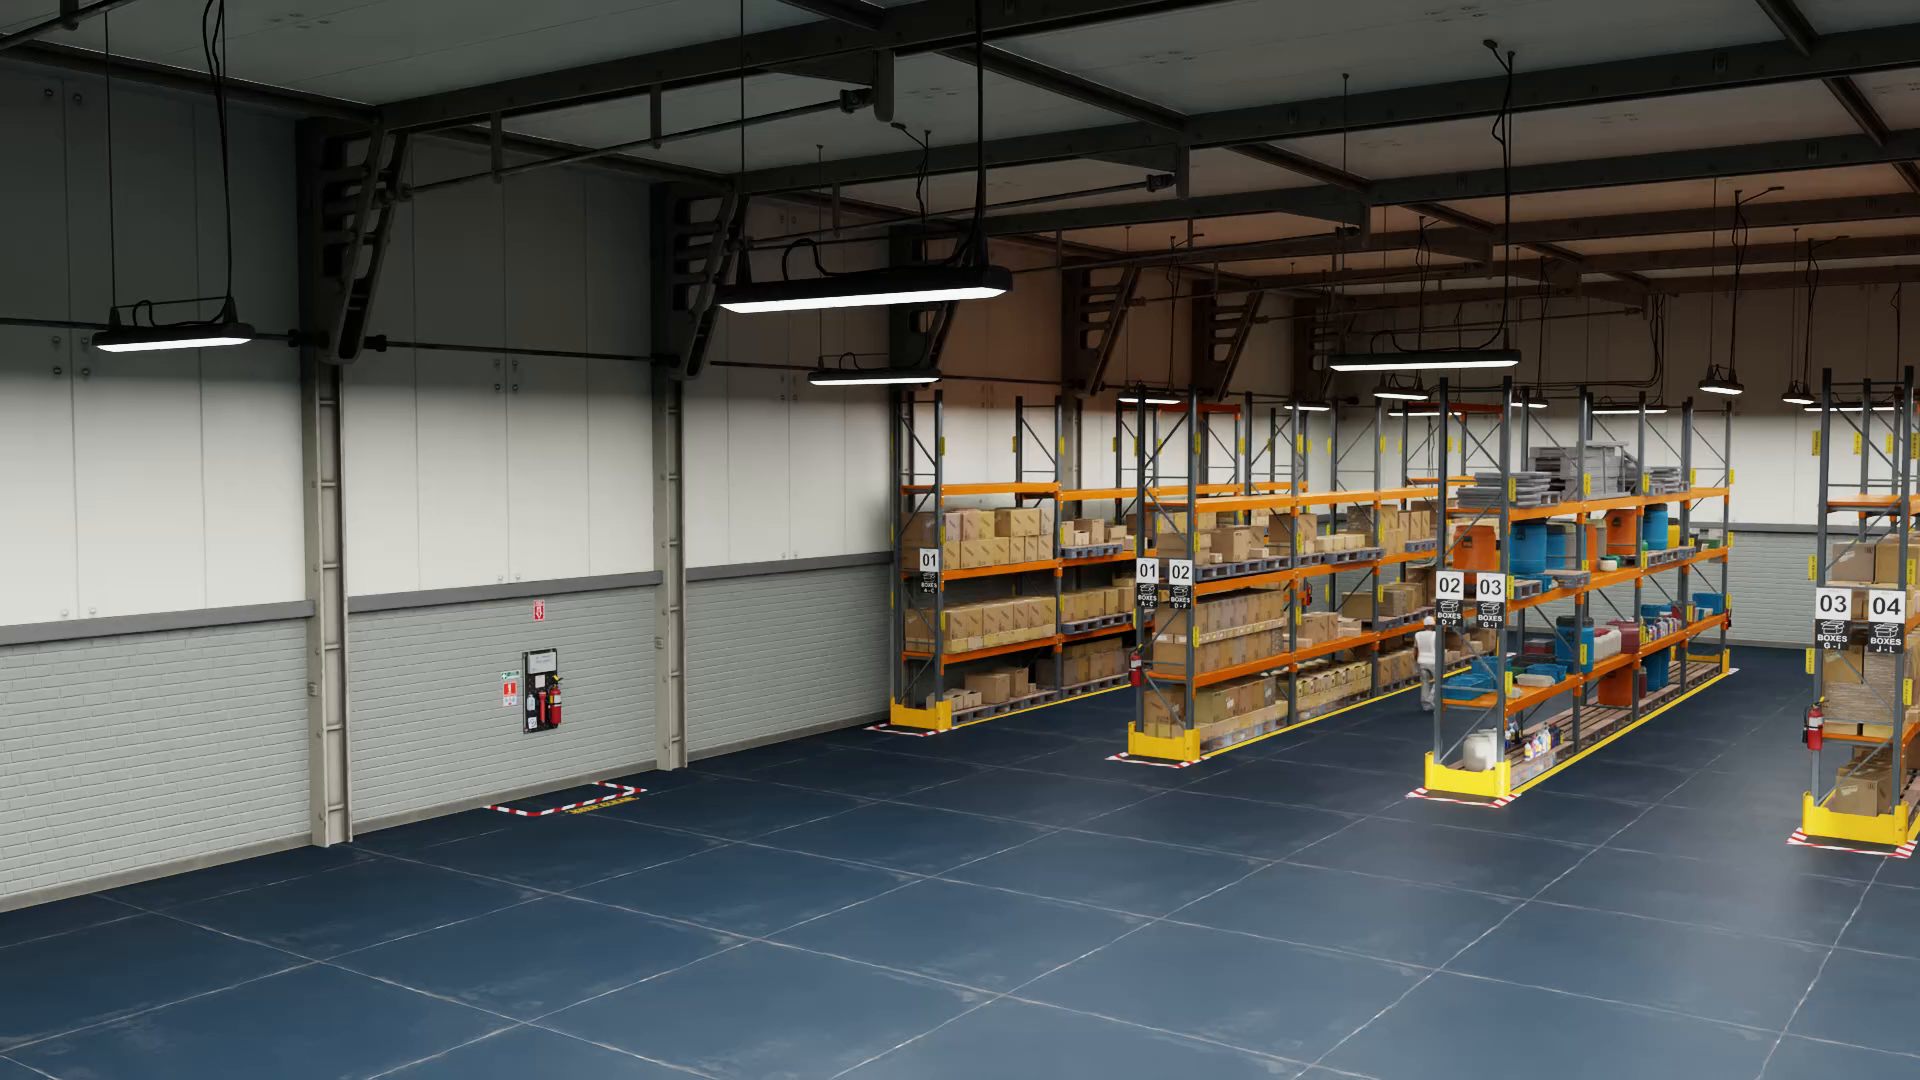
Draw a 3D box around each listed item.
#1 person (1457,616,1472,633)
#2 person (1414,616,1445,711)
[{"bbox_3d":[12.864,1.778,42.562,0.496,1.629,0.755,-1,3,-15],"label":"person"},{"bbox_3d":[8.861,2.343,31.492,0.587,1.784,0.511,3,4,39],"label":"person"}]
